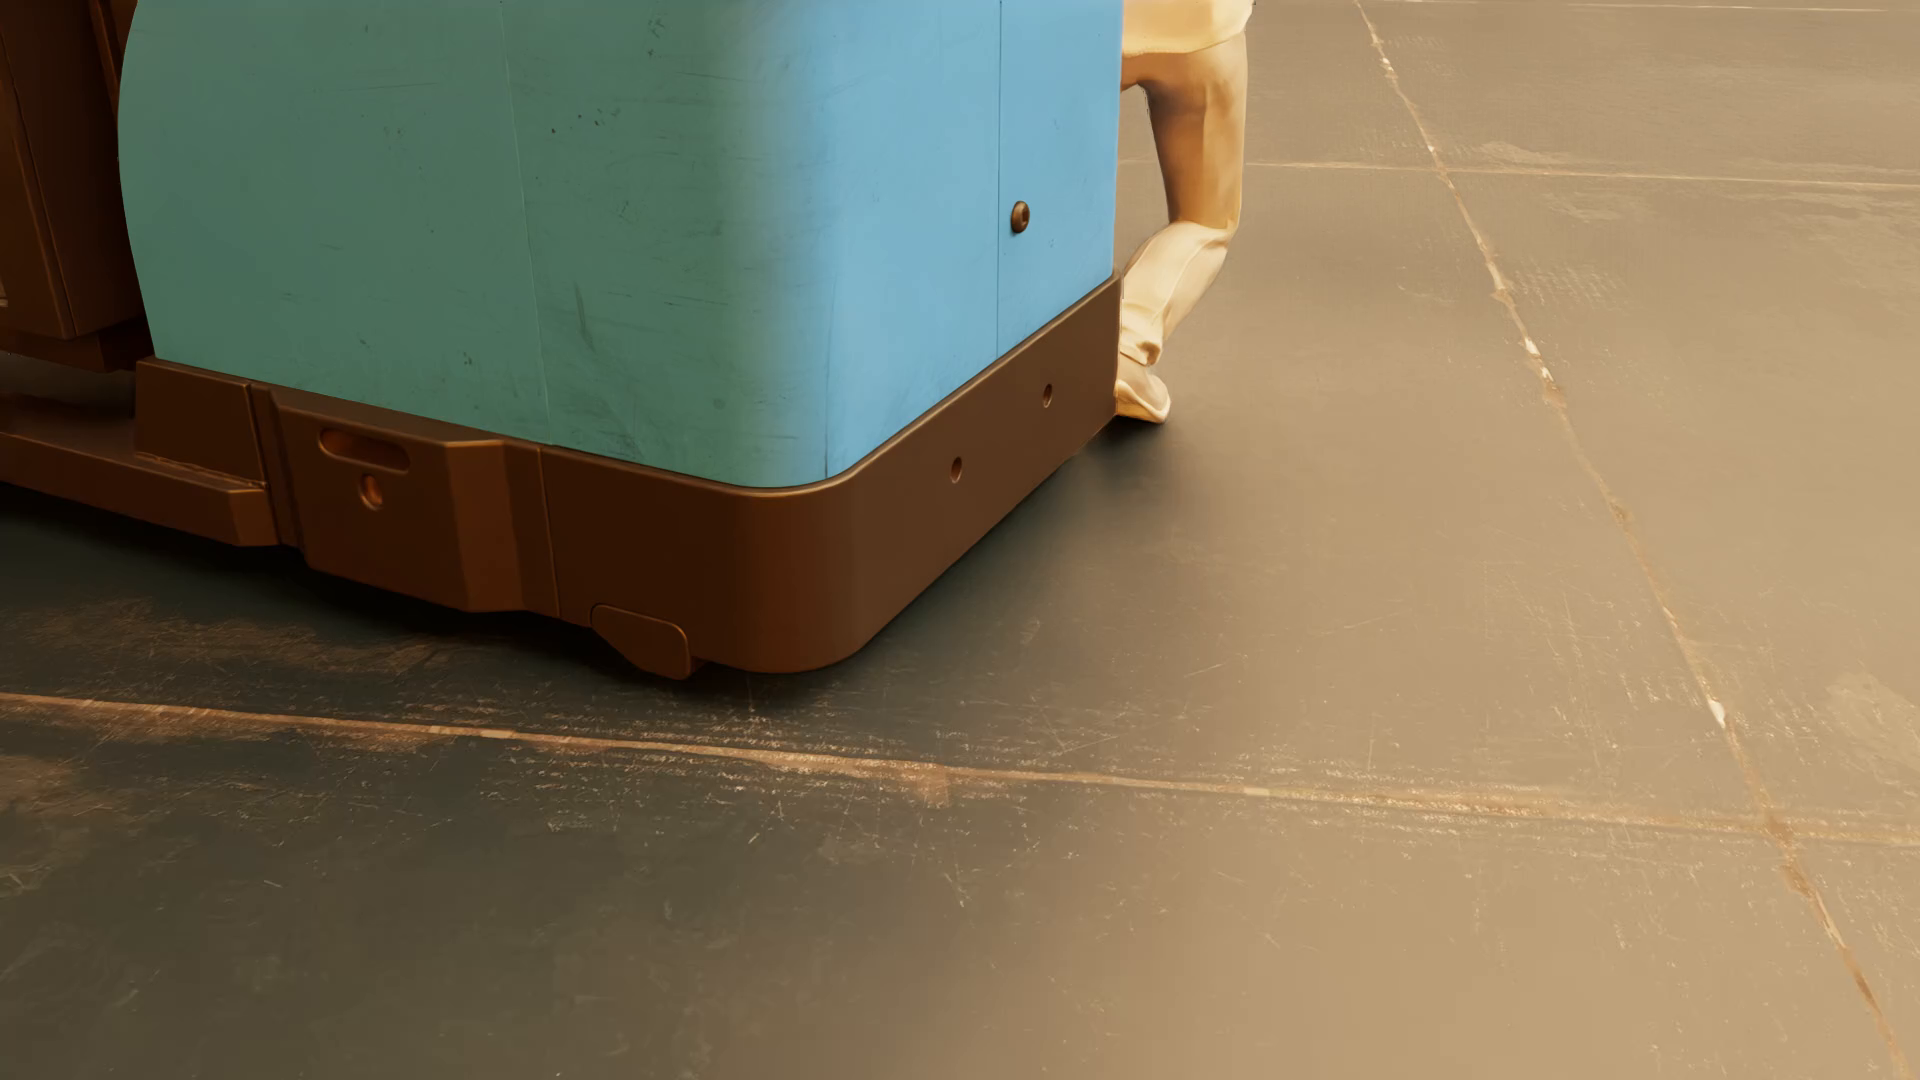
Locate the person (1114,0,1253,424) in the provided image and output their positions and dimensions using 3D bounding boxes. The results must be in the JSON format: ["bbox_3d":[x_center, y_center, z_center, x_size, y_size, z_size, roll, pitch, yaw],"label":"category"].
[{"bbox_3d":[0.014,-0.965,2.819,1.003,1.493,0.825,1,27,2],"label":"person"}]

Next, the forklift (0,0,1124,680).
[{"bbox_3d":[-1.294,-1.579,2.382,3.031,2.935,1.130,13,29,24],"label":"forklift"}]
